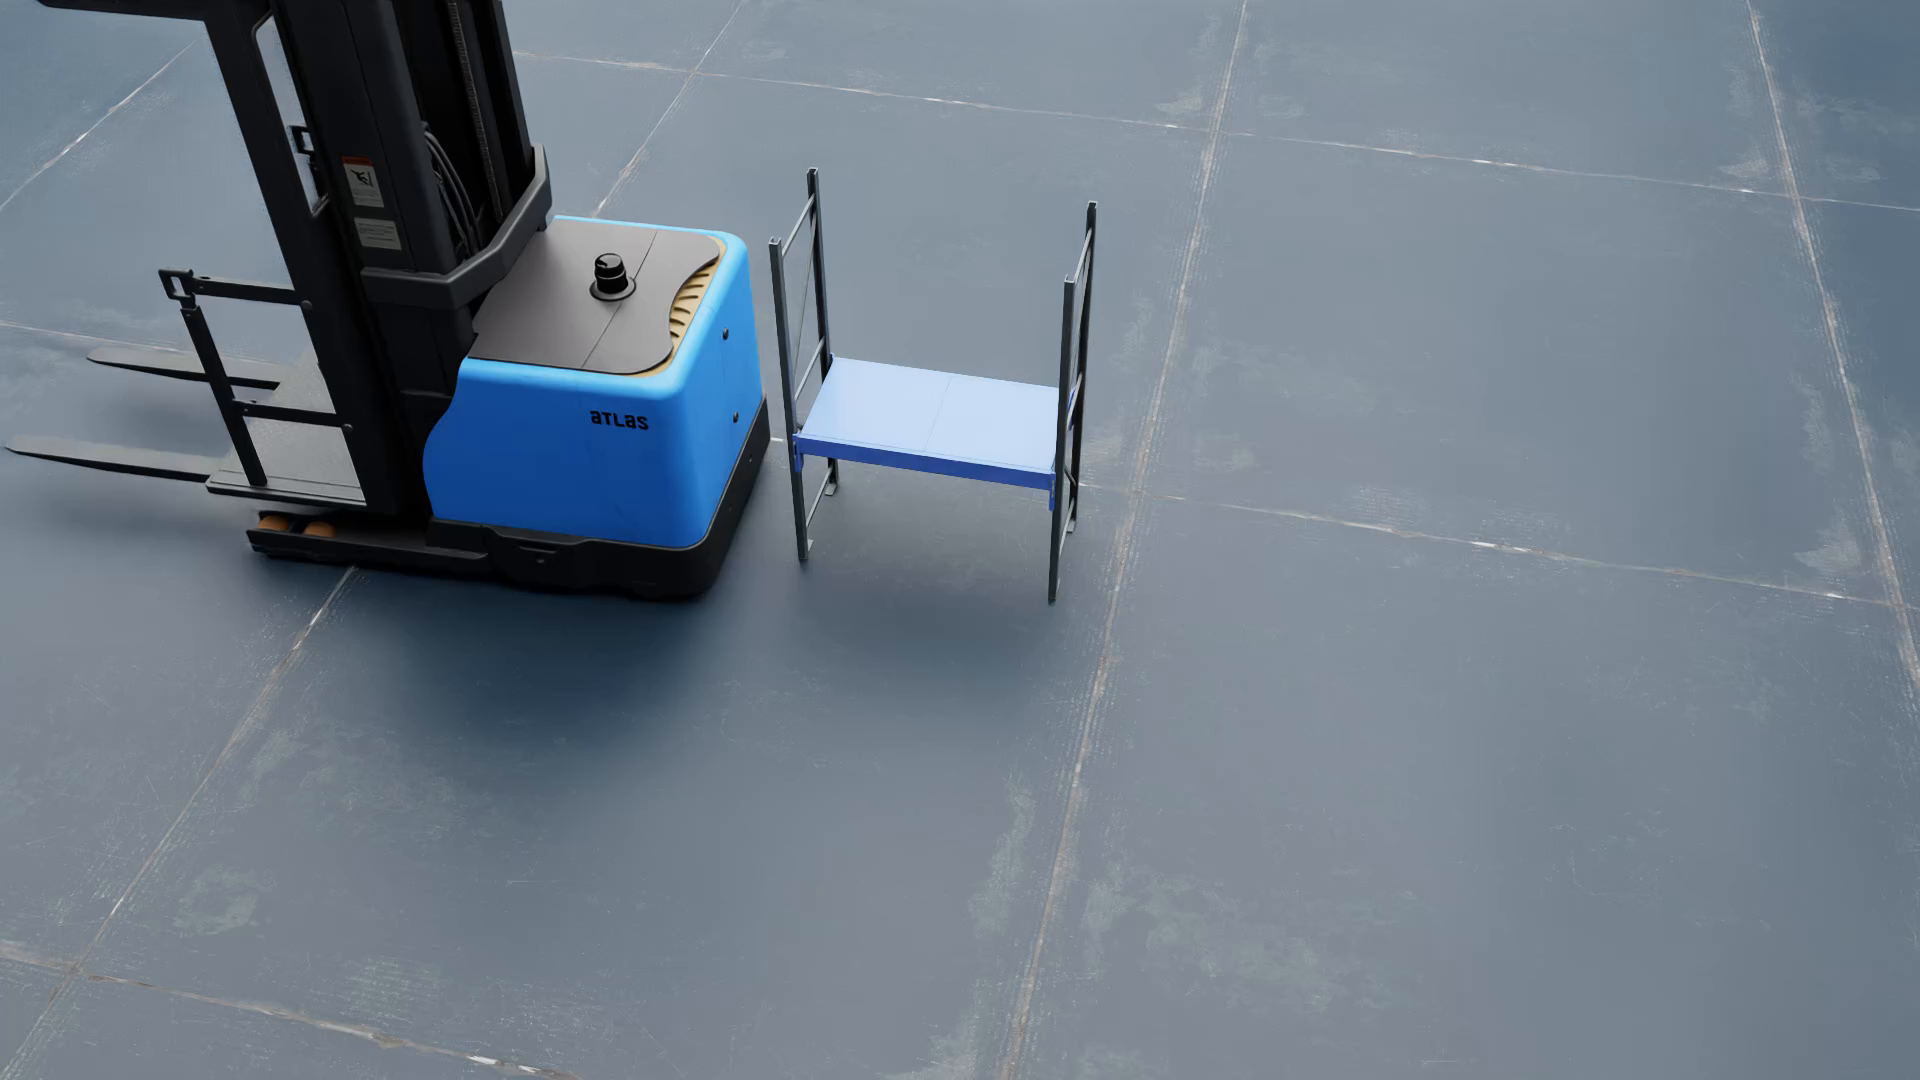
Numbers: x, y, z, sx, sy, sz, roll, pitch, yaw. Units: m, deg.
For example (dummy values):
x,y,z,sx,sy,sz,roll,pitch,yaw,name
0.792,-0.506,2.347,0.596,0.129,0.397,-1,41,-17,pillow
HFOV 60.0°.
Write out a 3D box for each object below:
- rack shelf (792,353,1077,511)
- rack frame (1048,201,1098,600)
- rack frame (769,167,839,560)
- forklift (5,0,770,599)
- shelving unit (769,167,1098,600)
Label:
x,y,z,sx,sy,sz,roll,pitch,yaw,name
-0.083,-0.424,6.368,1.000,0.185,0.538,9,45,9,rack shelf
0.413,-0.476,6.163,0.032,1.500,0.500,9,45,9,rack frame
-0.579,-0.630,6.323,0.032,1.500,0.500,9,45,9,rack frame
-2.375,-1.321,6.009,3.031,2.935,1.130,7,44,7,forklift
-0.083,-0.553,6.243,1.048,1.500,0.538,9,45,9,shelving unit
